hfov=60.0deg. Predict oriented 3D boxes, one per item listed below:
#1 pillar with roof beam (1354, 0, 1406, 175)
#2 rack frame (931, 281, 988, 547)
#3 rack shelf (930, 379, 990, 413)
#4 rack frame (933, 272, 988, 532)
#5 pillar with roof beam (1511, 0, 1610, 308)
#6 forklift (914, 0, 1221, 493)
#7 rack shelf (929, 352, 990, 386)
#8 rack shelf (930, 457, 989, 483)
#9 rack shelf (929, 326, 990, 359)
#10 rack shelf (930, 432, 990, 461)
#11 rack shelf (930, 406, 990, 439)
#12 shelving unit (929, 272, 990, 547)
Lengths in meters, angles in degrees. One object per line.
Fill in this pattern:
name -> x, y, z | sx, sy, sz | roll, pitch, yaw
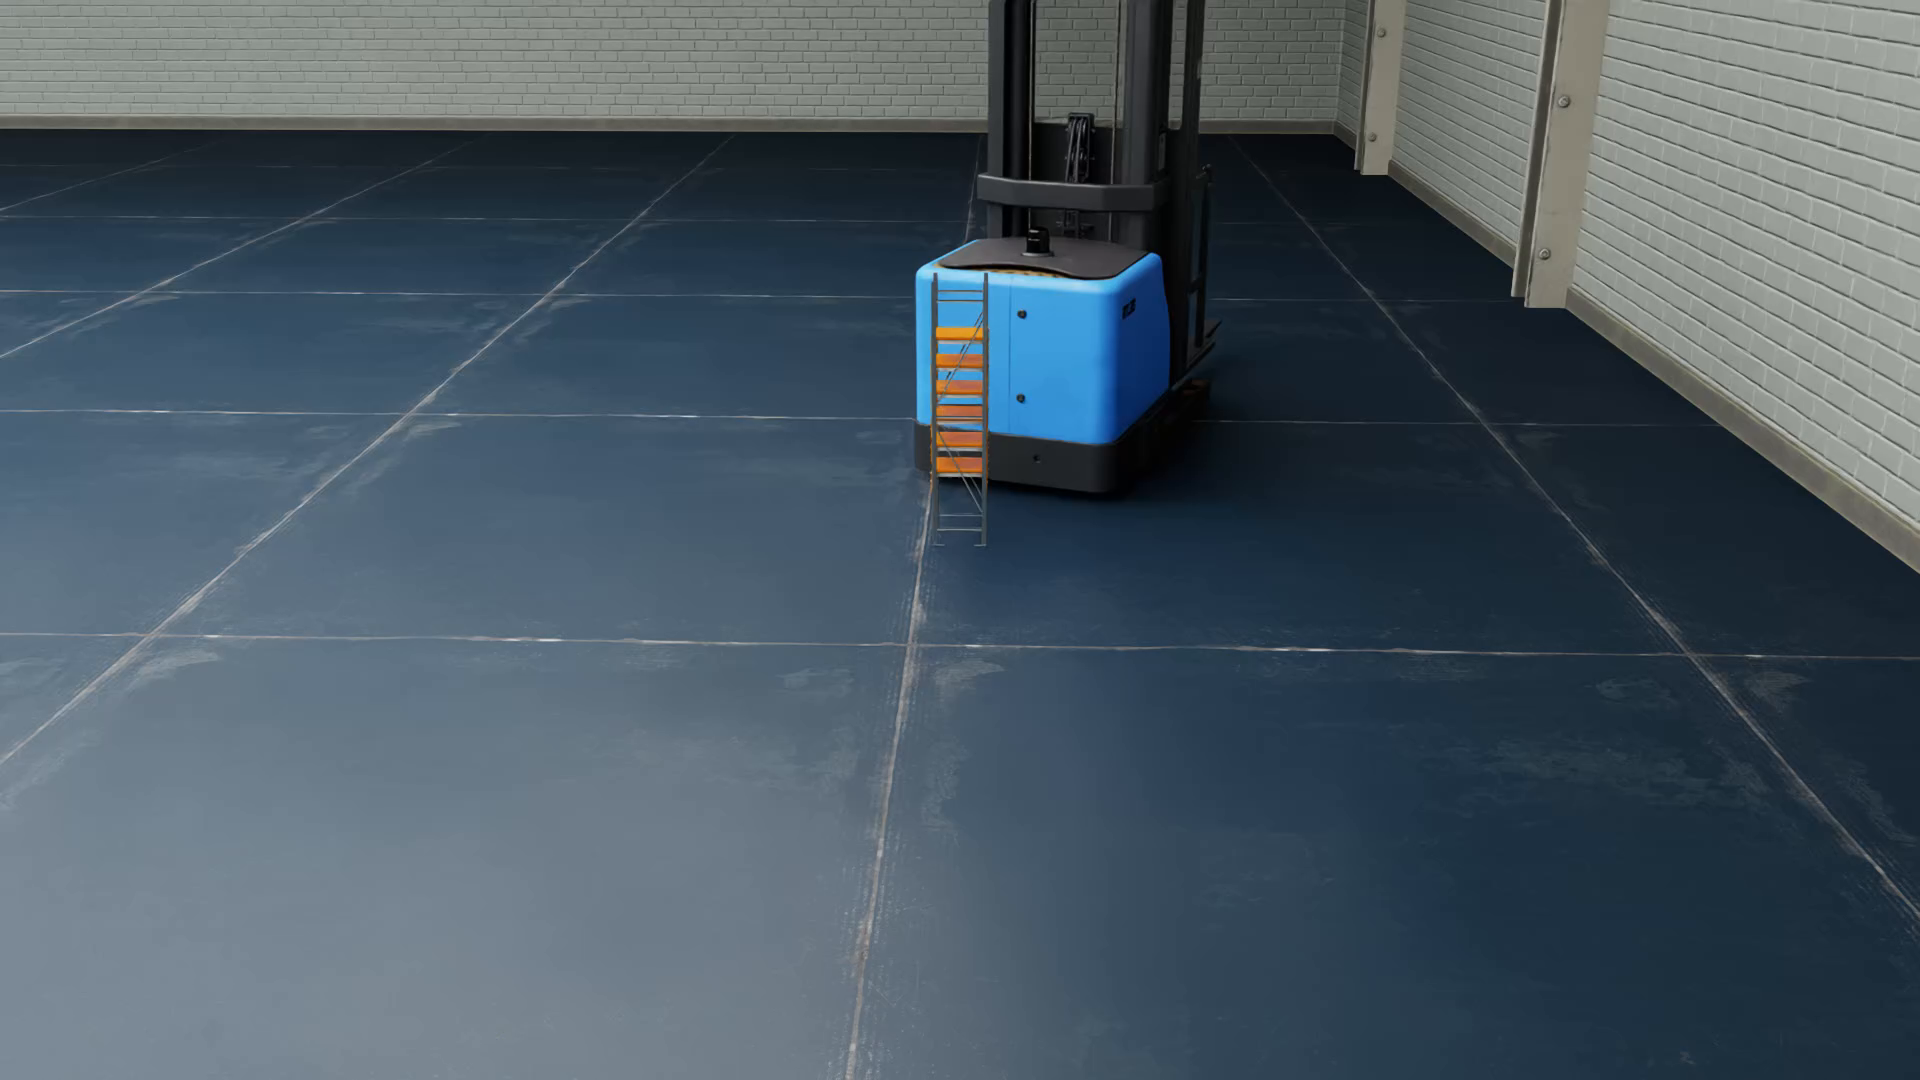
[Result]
pillar with roof beam -> 0.046, -8.126, 16.033 | 9.100, 9.000, 0.400 | 1, 21, 2
rack frame -> -0.002, -0.532, 7.240 | 0.240, 1.200, 0.006 | 1, 21, 2
rack shelf -> 0.000, -0.635, 7.298 | 0.258, 0.103, 0.180 | 1, 21, 2
rack frame -> 0.003, -0.598, 7.411 | 0.240, 1.200, 0.006 | 1, 21, 2
pillar with roof beam -> -0.137, -5.957, 10.442 | 9.100, 9.000, 0.400 | 1, 21, 2
forklift -> 0.782, -2.090, 8.863 | 1.130, 2.935, 3.031 | 8, 23, 20
rack shelf -> 0.000, -0.747, 7.255 | 0.258, 0.103, 0.180 | 1, 21, 2
rack shelf -> 0.000, -0.299, 7.428 | 0.258, 0.103, 0.180 | 1, 21, 2
rack shelf -> 0.000, -0.859, 7.211 | 0.258, 0.103, 0.180 | 1, 21, 2
rack shelf -> 0.000, -0.411, 7.385 | 0.258, 0.103, 0.180 | 1, 21, 2
rack shelf -> 0.000, -0.523, 7.341 | 0.258, 0.103, 0.180 | 1, 21, 2
shelving unit -> 0.000, -0.565, 7.325 | 0.258, 1.200, 0.189 | 1, 21, 2
